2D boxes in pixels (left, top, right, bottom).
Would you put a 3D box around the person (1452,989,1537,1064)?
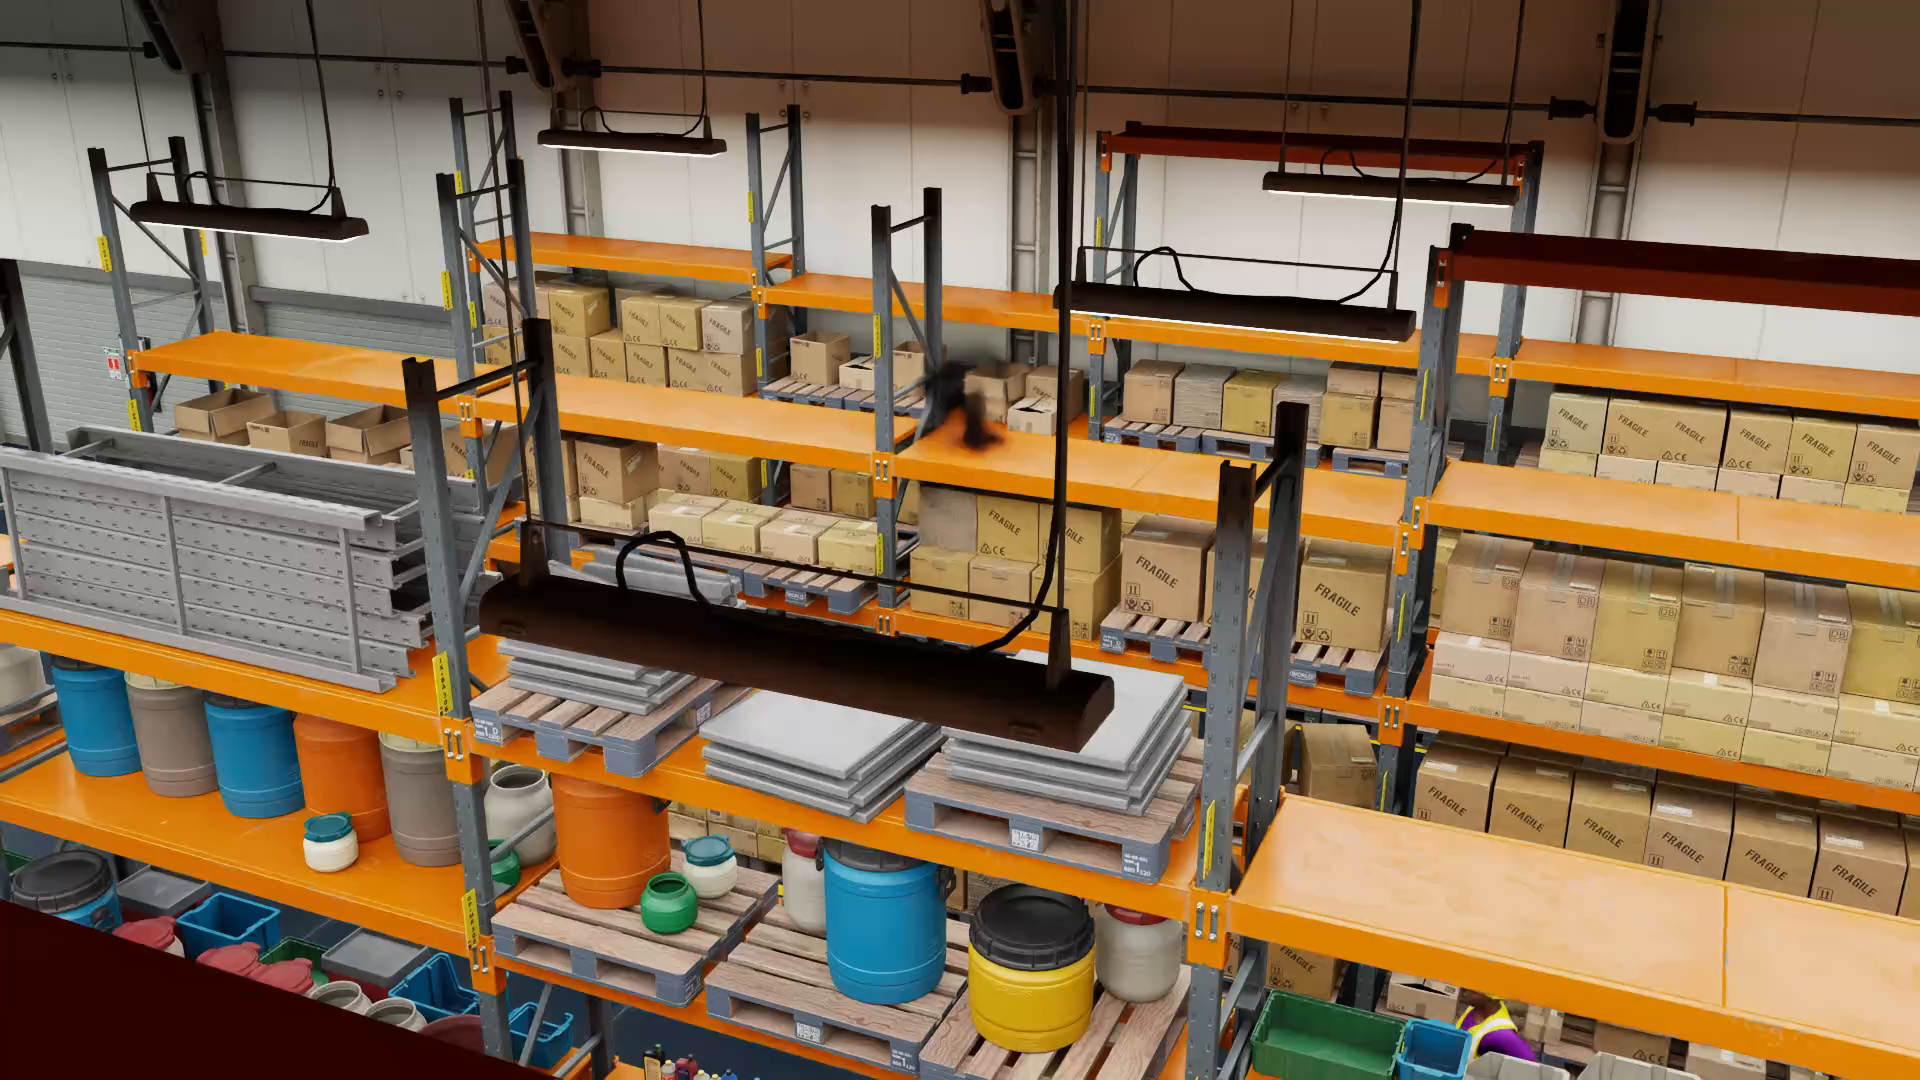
[{"bbox_3d":[3.375,3.523,10.705,0.953,1.779,0.689,4,21,10],"label":"person"}]
